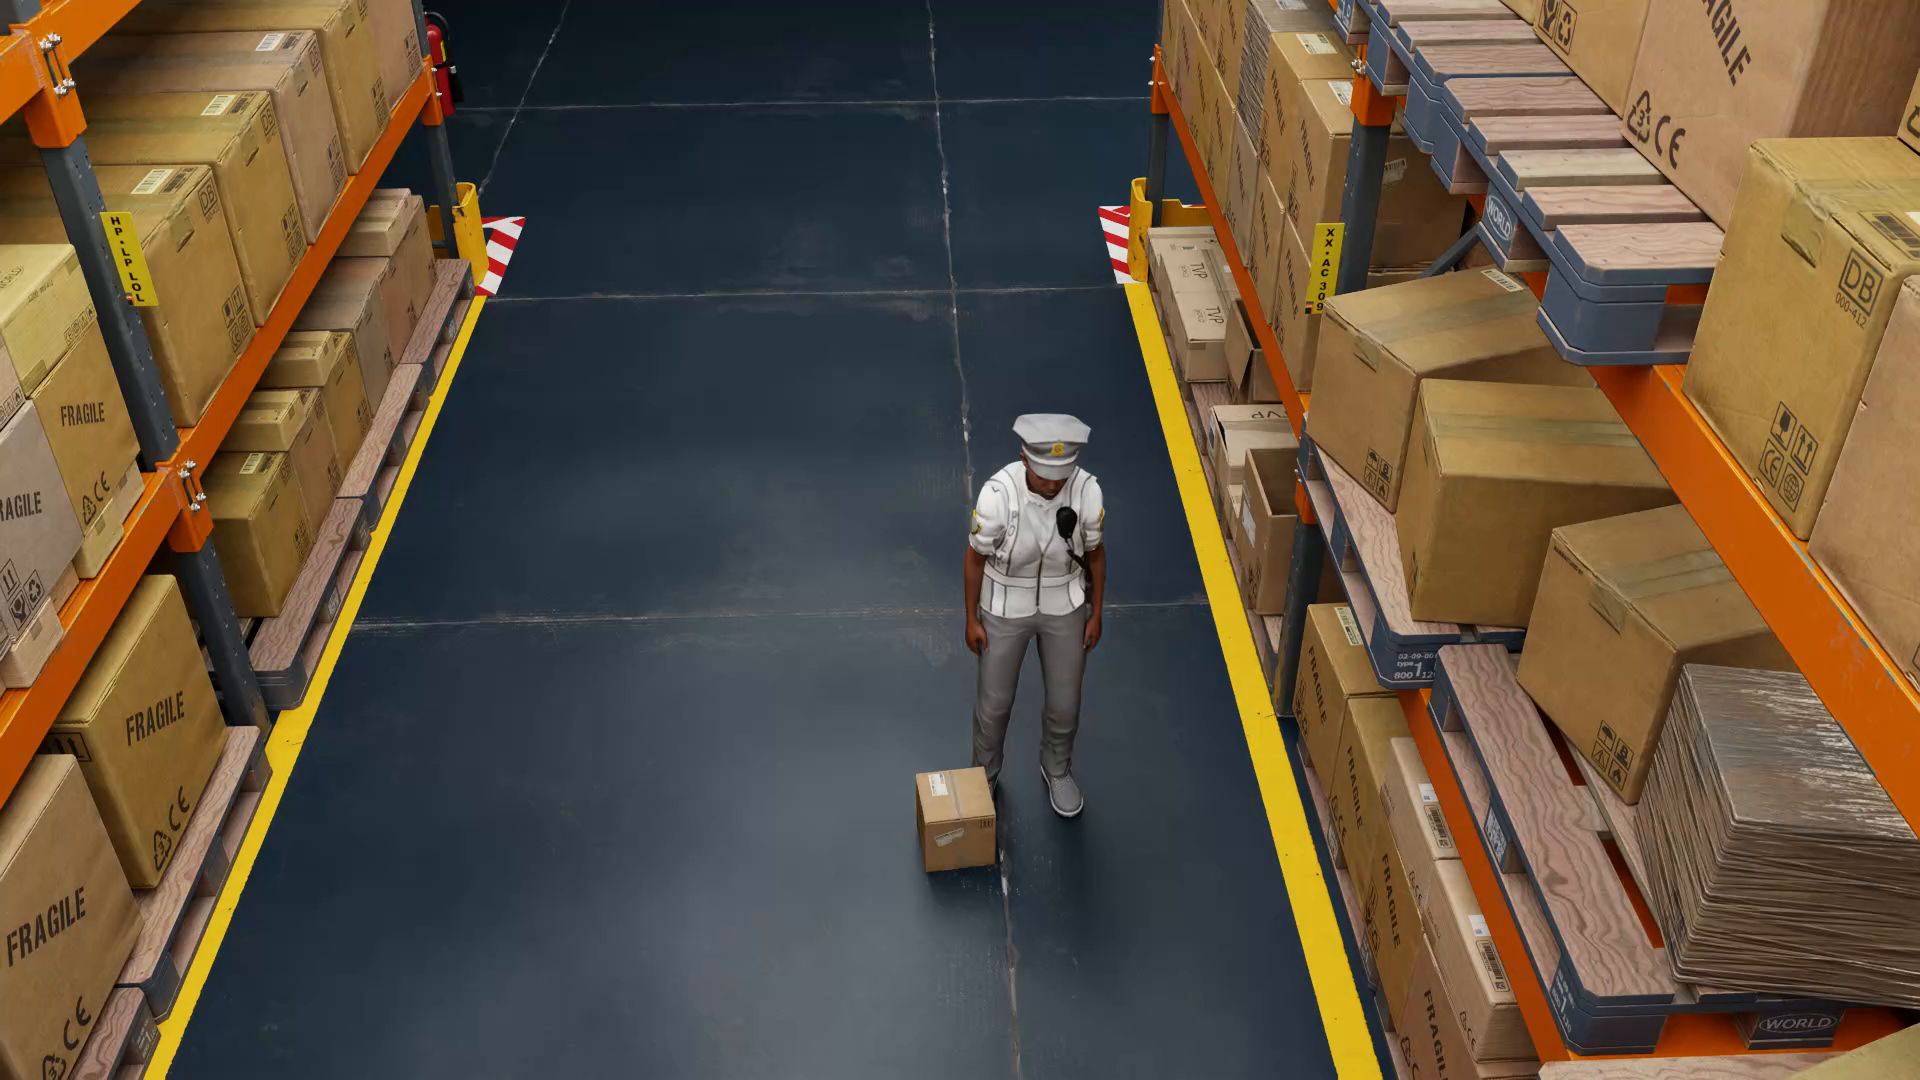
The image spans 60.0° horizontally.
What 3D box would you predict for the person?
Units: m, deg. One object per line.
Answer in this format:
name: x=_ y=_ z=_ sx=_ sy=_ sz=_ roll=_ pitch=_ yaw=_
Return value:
person: x=0.252 y=0.266 z=5.774 sx=0.505 sy=1.656 sz=0.396 roll=-3 pitch=36 yaw=-4
